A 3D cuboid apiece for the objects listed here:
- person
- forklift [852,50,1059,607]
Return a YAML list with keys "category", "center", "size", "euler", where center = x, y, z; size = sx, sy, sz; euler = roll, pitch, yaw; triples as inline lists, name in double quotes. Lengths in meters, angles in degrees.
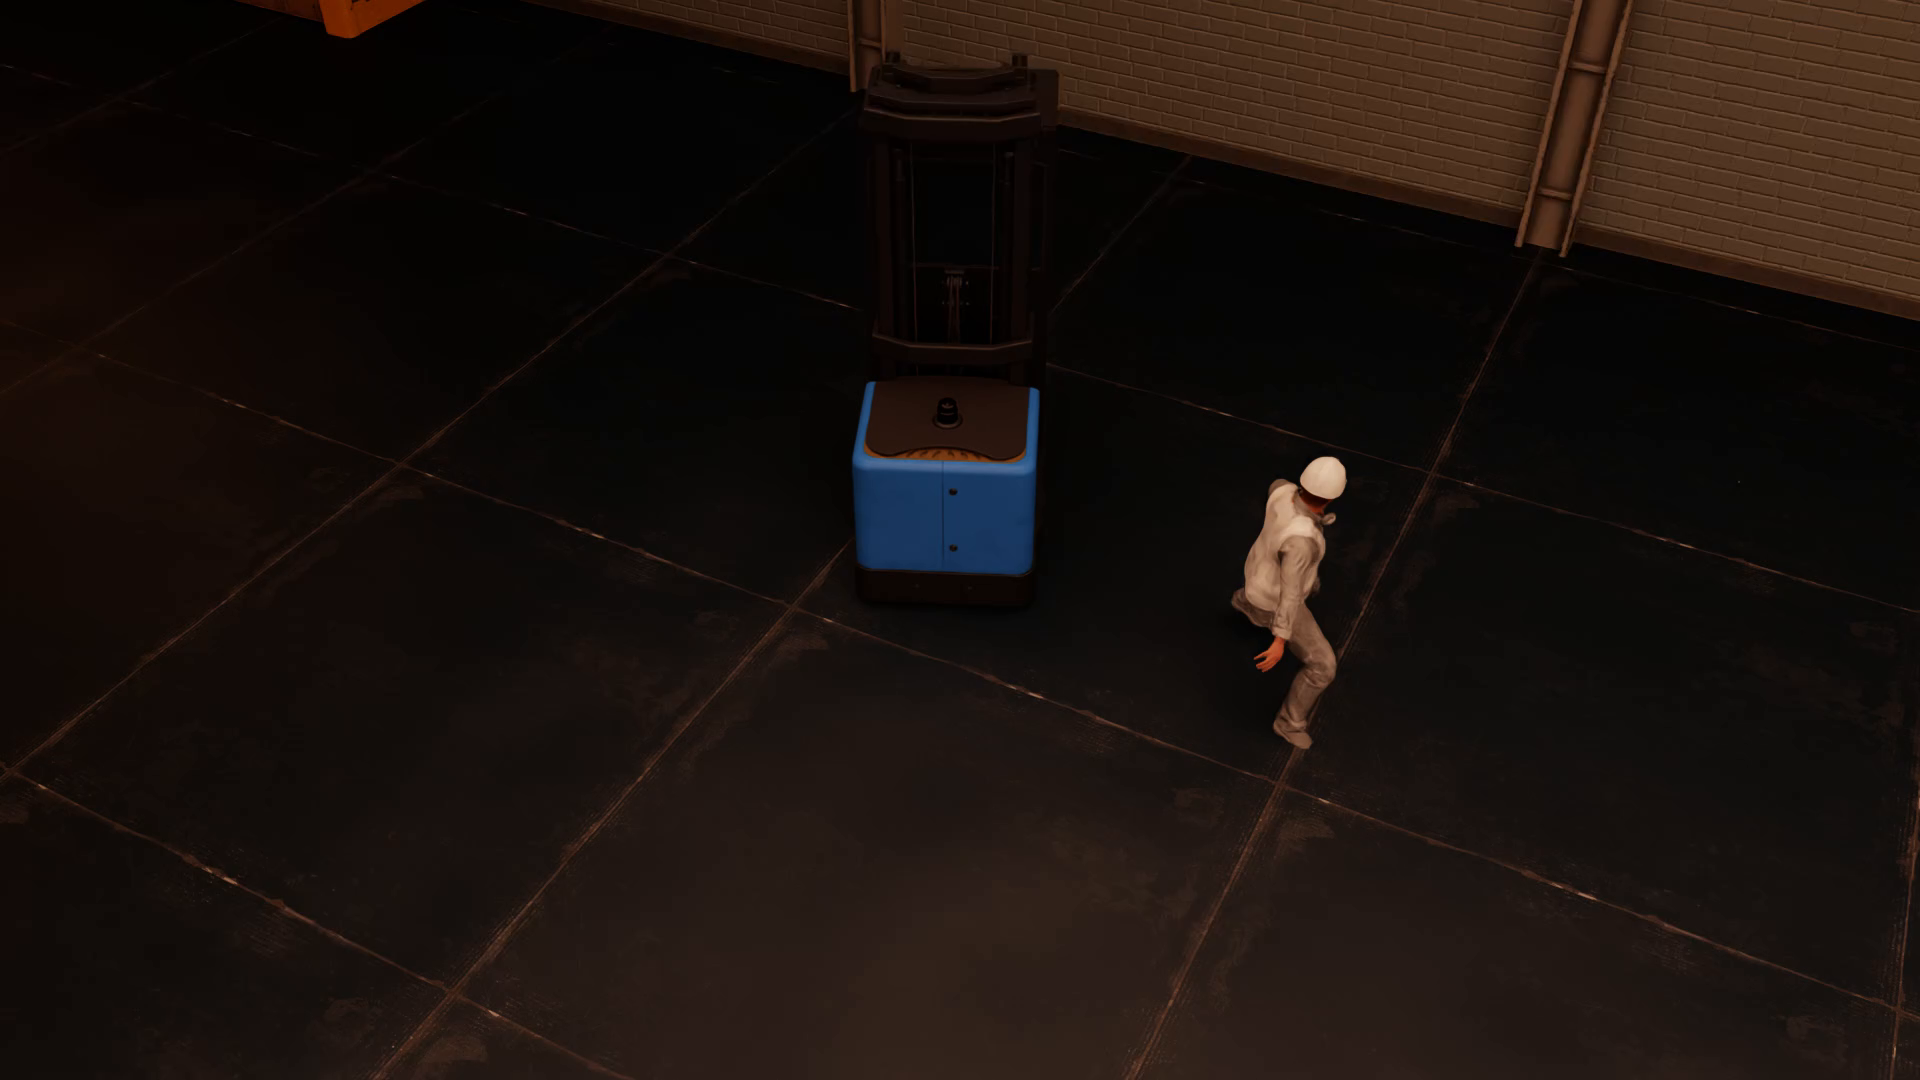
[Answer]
- category: "person"
  center: [1.748, 0.264, 8.753]
  size: [0.526, 1.679, 1.162]
  euler: [5, 40, 5]
- category: "forklift"
  center: [0.002, -1.666, 9.964]
  size: [1.130, 2.935, 3.031]
  euler: [2, 40, 3]
